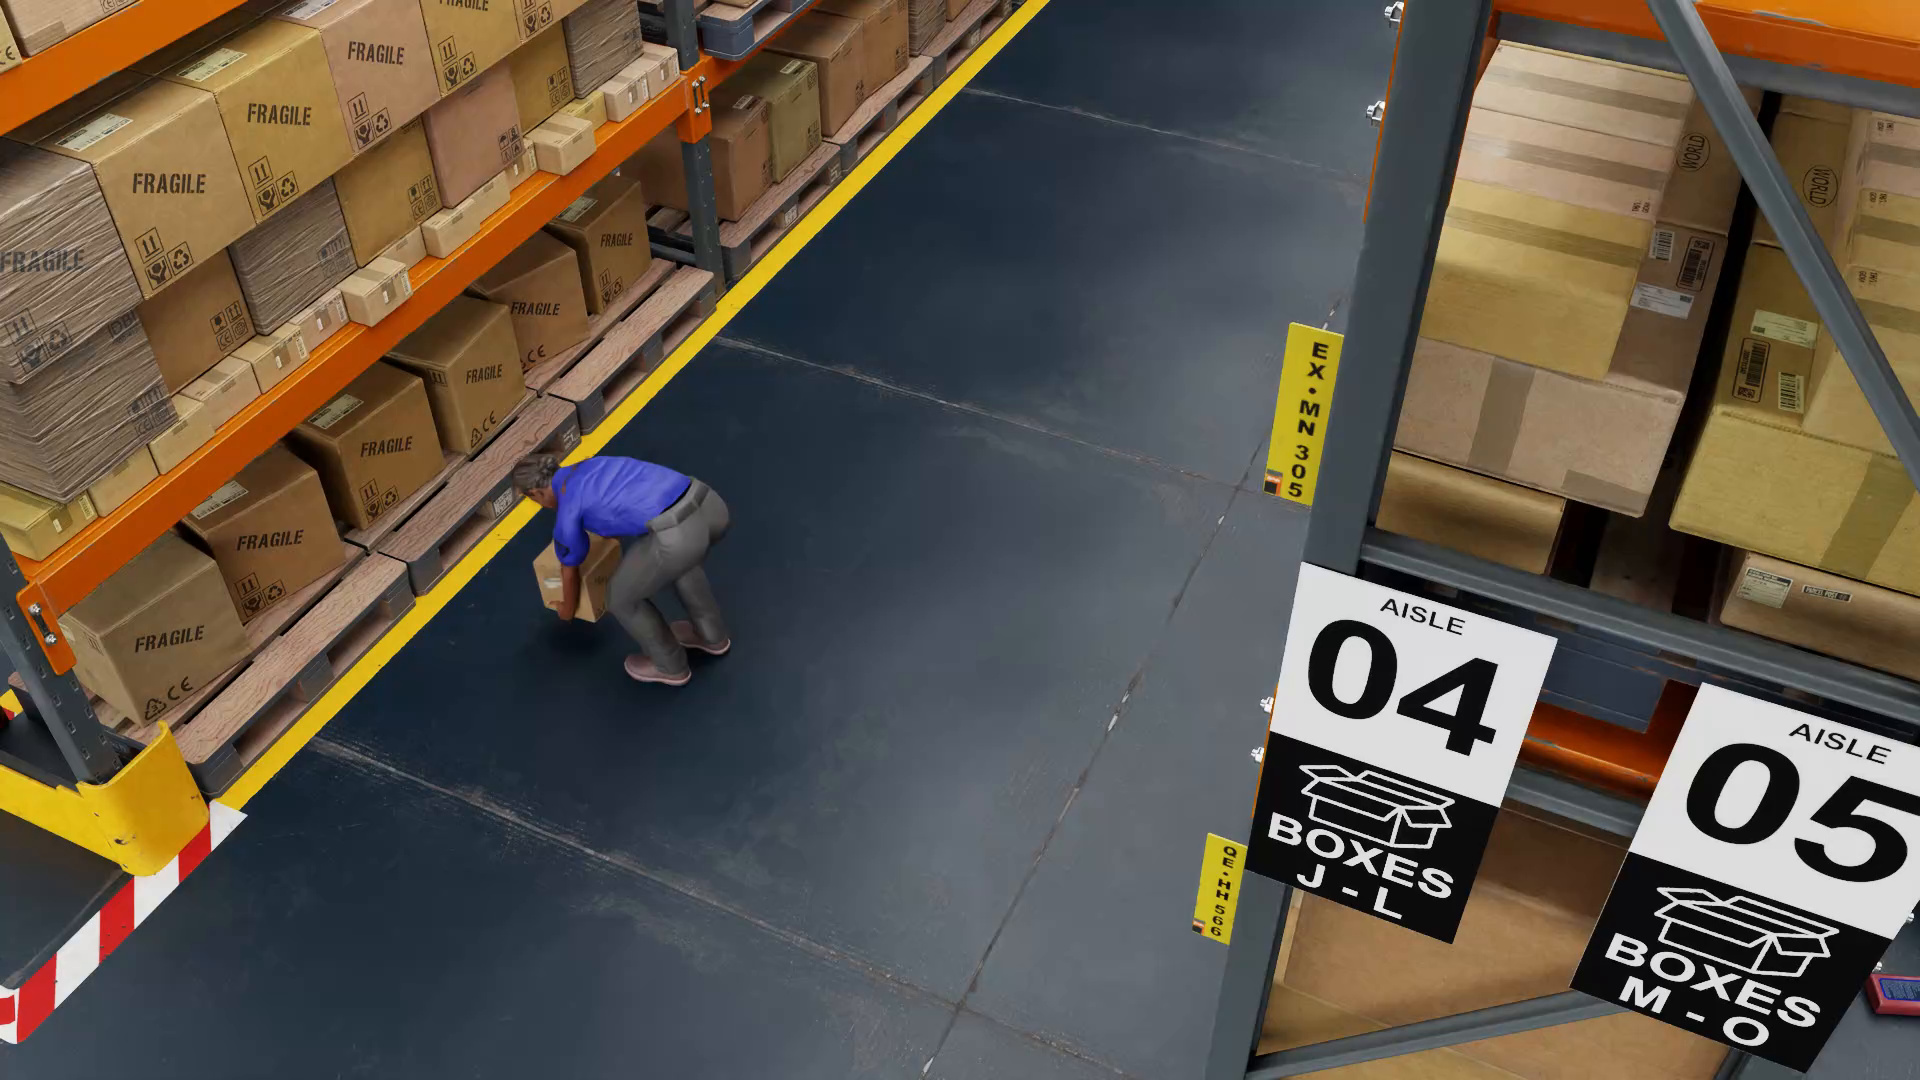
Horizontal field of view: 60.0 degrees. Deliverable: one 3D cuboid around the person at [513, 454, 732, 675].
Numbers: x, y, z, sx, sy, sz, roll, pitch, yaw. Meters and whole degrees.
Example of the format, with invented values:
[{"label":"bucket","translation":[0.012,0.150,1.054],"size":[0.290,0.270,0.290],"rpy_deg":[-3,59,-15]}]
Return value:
[{"label":"person","translation":[-1.314,0.061,6.556],"size":[0.878,0.900,0.430],"rpy_deg":[16,45,17]}]
